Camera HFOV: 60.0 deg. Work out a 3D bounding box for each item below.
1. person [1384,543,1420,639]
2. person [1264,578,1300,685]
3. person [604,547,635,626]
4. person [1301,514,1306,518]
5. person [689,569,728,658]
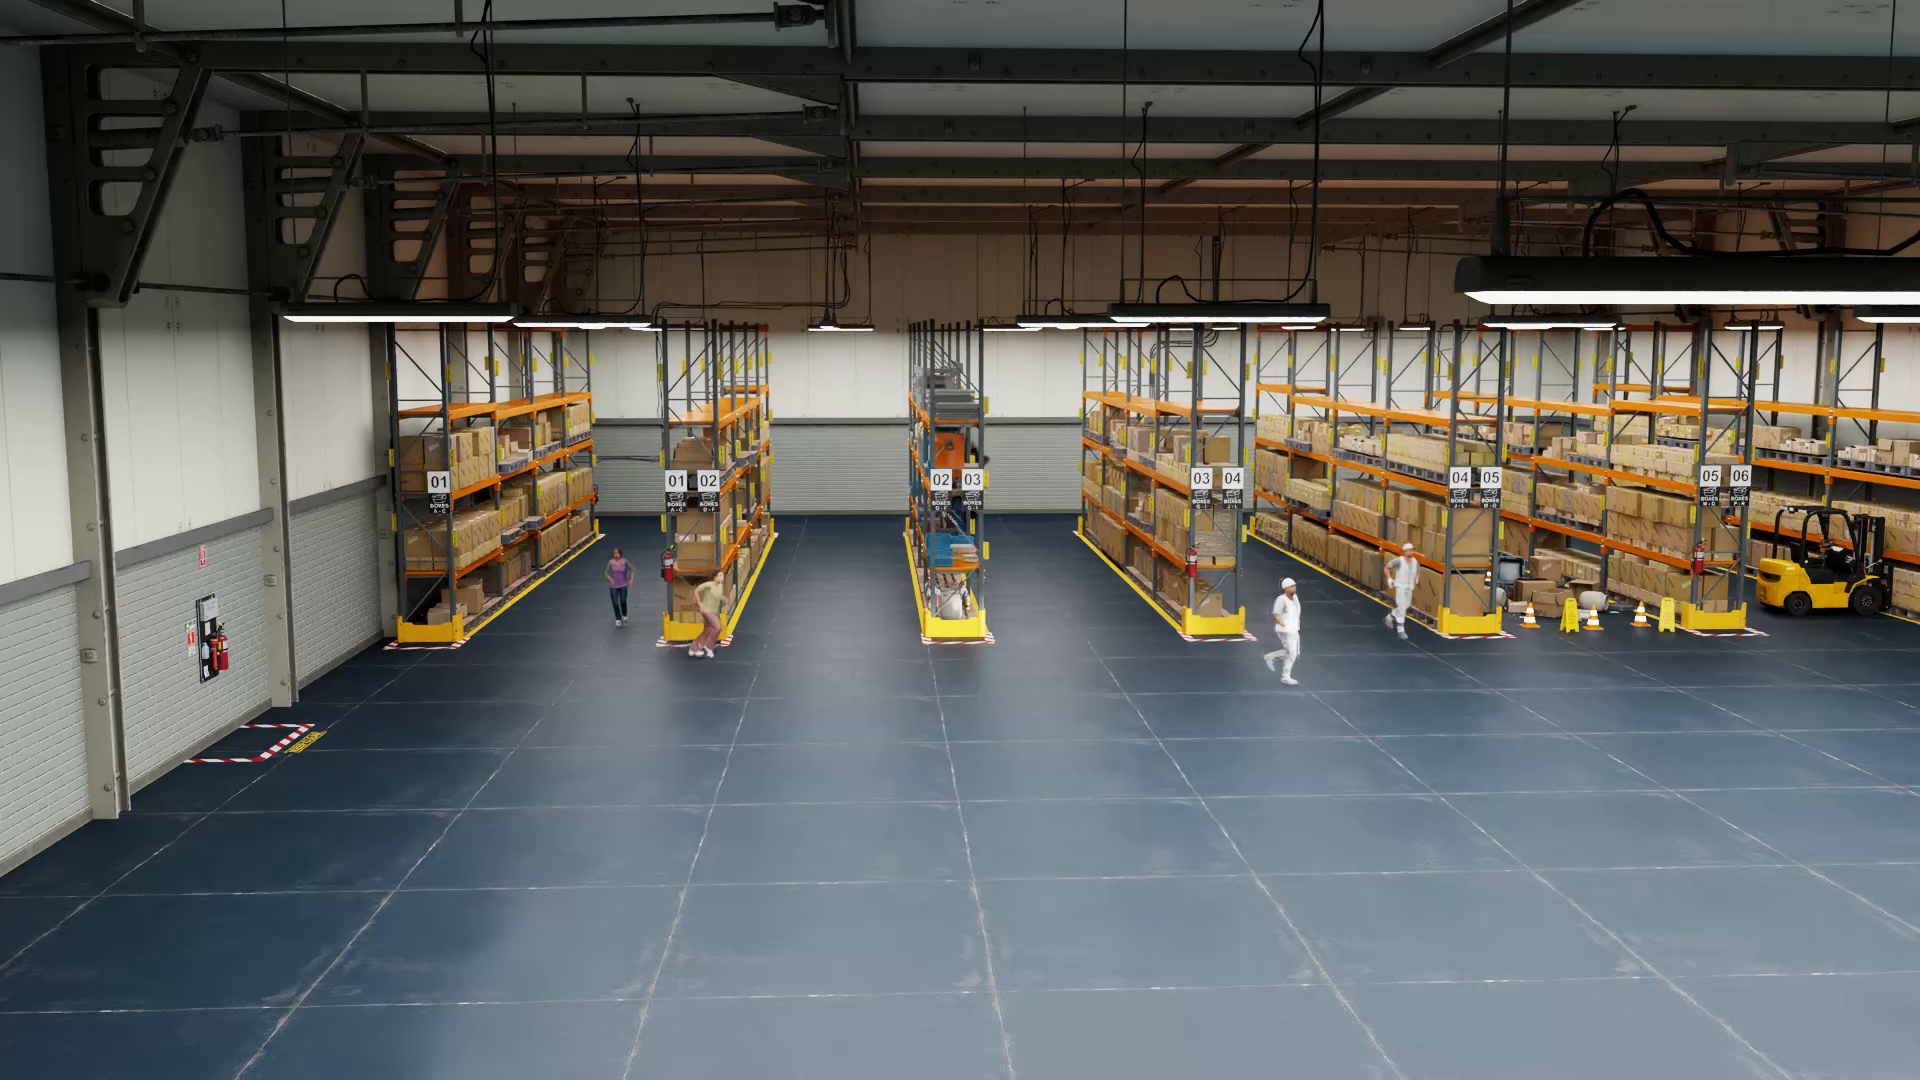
[{"bbox_3d":[8.465,0.942,31.746,0.704,1.780,0.903,-2,7,-17],"label":"person"},{"bbox_3d":[5.308,1.486,27.388,0.664,1.754,0.668,5,9,35],"label":"person"},{"bbox_3d":[-6.661,0.923,32.521,0.577,1.556,0.567,-1,7,-7],"label":"person"},{"bbox_3d":[10.210,-1.148,49.002,0.550,1.648,0.571,-1,7,-7],"label":"person"},{"bbox_3d":[-4.460,1.299,29.628,0.748,1.606,0.617,4,8,29],"label":"person"}]
